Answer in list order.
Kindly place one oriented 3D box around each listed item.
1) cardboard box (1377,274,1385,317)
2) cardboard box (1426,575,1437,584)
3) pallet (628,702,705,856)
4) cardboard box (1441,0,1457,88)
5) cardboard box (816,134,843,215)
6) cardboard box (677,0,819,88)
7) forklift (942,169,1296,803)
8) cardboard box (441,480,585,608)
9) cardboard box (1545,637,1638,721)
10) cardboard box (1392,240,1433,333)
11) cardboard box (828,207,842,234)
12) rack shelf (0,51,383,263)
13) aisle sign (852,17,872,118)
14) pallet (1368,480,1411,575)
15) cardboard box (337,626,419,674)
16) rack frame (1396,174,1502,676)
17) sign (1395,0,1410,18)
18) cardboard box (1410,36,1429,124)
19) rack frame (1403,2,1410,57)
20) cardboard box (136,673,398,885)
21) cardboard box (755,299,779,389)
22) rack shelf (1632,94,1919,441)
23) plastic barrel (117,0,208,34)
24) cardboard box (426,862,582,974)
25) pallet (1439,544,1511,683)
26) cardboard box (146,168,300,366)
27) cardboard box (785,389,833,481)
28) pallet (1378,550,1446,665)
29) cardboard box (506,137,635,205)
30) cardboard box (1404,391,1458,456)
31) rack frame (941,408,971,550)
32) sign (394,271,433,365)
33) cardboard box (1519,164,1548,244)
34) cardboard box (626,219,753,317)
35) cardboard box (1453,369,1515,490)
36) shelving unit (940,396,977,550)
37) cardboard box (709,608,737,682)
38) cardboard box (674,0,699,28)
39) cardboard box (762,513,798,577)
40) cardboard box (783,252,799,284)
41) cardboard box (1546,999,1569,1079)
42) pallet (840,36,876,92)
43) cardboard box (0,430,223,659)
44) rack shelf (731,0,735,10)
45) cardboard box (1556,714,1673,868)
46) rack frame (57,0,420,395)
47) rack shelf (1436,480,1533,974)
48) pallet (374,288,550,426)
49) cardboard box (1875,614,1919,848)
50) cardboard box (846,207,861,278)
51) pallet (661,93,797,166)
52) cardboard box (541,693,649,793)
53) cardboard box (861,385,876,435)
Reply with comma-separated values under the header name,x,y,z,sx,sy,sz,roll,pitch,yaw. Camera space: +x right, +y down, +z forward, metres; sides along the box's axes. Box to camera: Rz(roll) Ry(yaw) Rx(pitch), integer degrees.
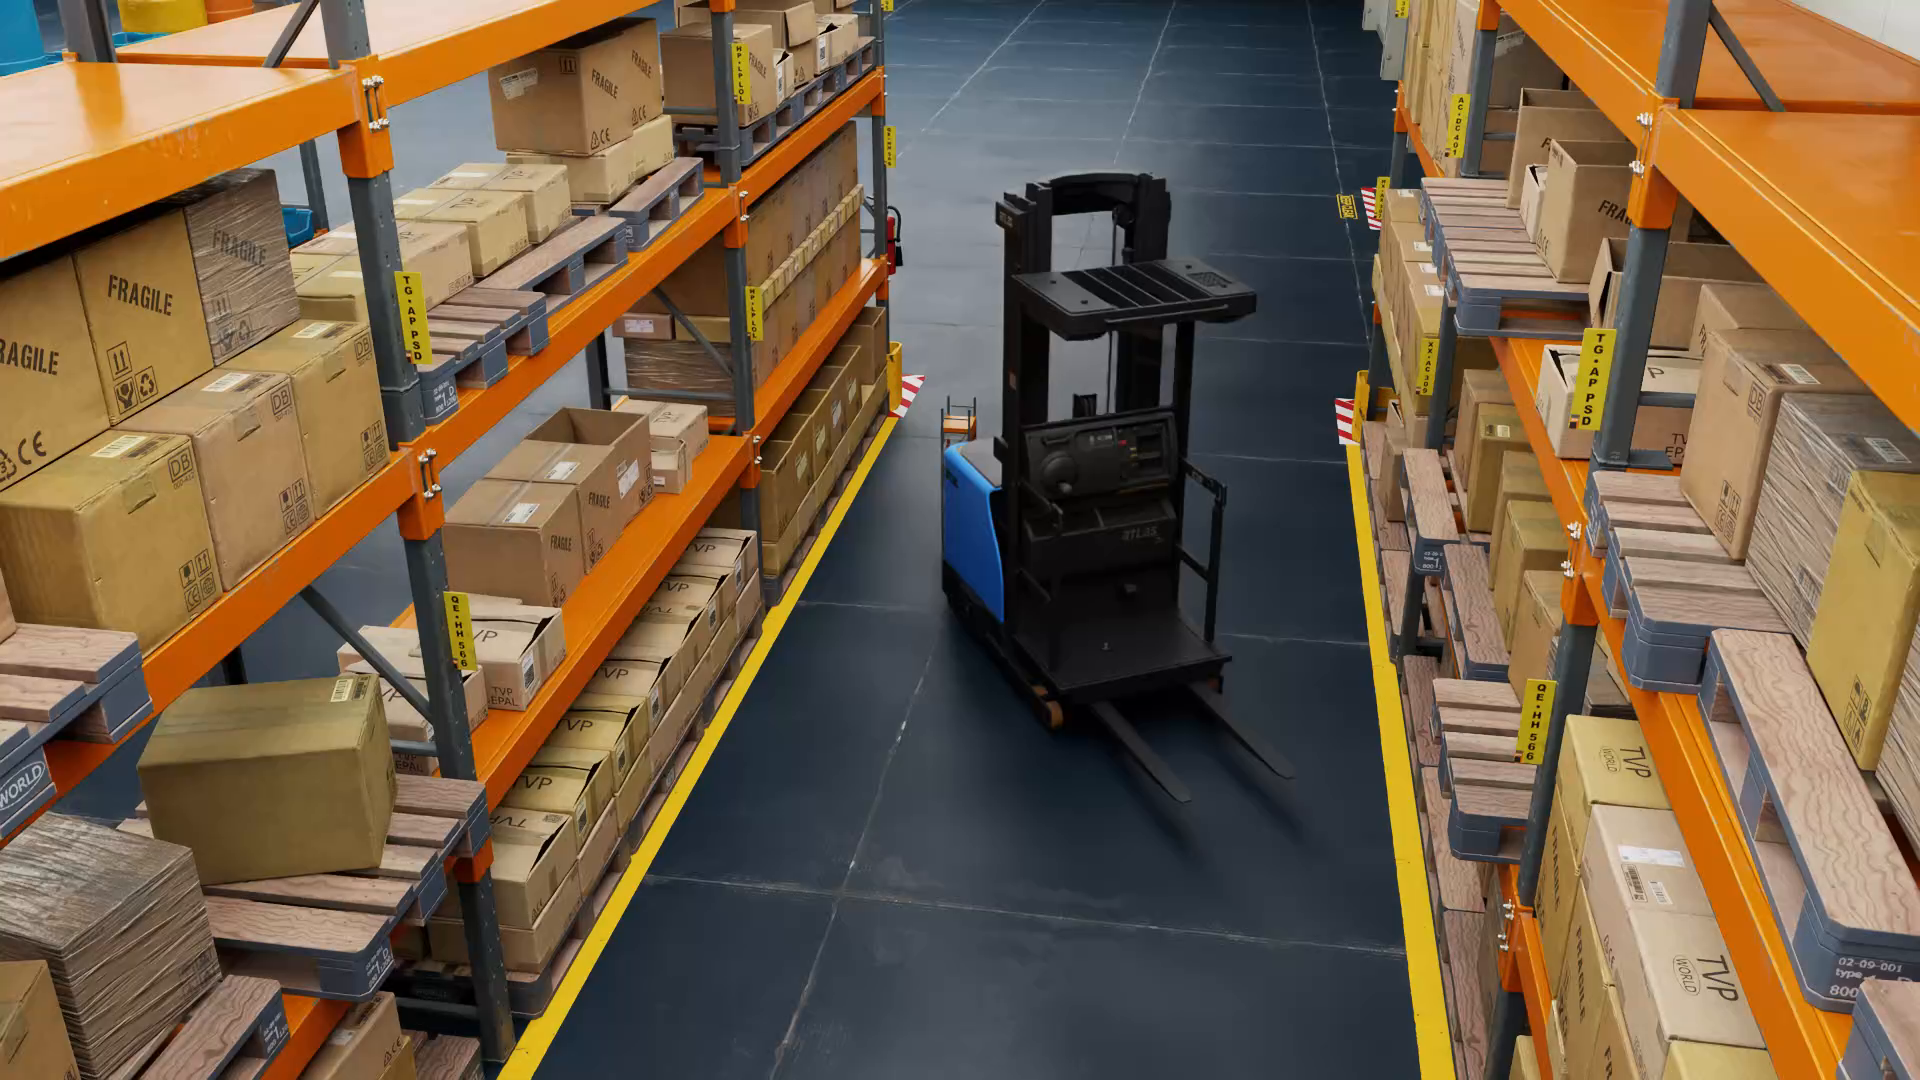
name,x,y,z,sx,sy,sz,roll,pitch,yaw
cardboard box,3.328,-1.748,12.100,0.500,0.250,0.500,3,25,7
cardboard box,3.268,-0.038,10.723,0.500,0.500,0.500,2,25,5
pallet,-2.029,1.210,8.917,1.003,0.211,1.213,4,25,9
cardboard box,3.032,-2.859,9.461,0.500,0.500,0.500,5,26,11
cardboard box,-1.274,-2.745,12.428,0.700,0.500,0.500,3,25,7
cardboard box,-1.356,-3.215,10.759,0.797,0.503,0.637,7,26,14
forklift,0.887,-0.450,9.253,1.130,2.935,3.031,-9,27,-19
cardboard box,-2.146,0.049,7.989,0.500,0.500,0.500,3,25,6
cardboard box,2.551,0.697,6.086,0.700,0.500,0.500,1,25,2
cardboard box,3.163,-1.671,11.050,0.500,0.500,0.500,5,26,10
cardboard box,-1.097,-2.393,12.442,0.380,0.149,0.250,4,25,9
rack shelf,-2.731,-0.577,3.687,1.077,0.370,4.000,4,25,9
aisle sign,-0.796,-3.733,13.121,0.394,0.787,0.004,4,25,9
pallet,3.410,-0.066,11.643,1.003,0.211,1.213,4,25,9
cardboard box,-2.529,0.516,7.407,0.380,0.149,0.250,4,25,9
rack frame,3.138,-0.534,9.353,1.000,3.000,0.127,4,25,9
sign,3.256,-3.999,12.186,0.100,0.325,0.005,4,25,9
cardboard box,3.286,-3.058,11.065,0.500,0.500,0.500,5,26,11
rack frame,3.791,-4.924,11.655,1.000,3.000,0.127,4,25,9
cardboard box,-2.395,0.833,5.819,0.700,0.500,0.500,-4,25,-9
cardboard box,-1.604,-1.328,10.931,0.700,0.500,0.500,4,25,8
rack shelf,2.157,-0.235,2.957,1.077,0.370,4.000,4,25,9
plastic barrel,-6.043,-4.042,12.591,0.600,0.588,0.600,0,25,0
cardboard box,-2.028,1.654,7.427,0.500,0.250,0.500,4,25,8
pallet,2.767,0.395,7.594,1.003,0.211,1.213,4,25,9
cardboard box,-2.481,-0.878,5.251,0.500,0.500,0.500,4,25,9
cardboard box,-1.202,-0.751,11.679,0.500,0.500,0.500,4,25,9
pallet,3.213,0.445,10.549,1.003,0.211,1.213,4,25,9
cardboard box,-1.947,-1.870,8.349,0.500,0.250,0.500,2,25,3
cardboard box,2.916,-0.694,9.849,0.500,0.250,0.500,4,25,9
rack frame,-0.029,-0.402,11.371,0.200,1.050,0.008,4,25,9
sign,-1.869,-0.757,5.681,0.100,0.325,0.005,4,25,9
cardboard box,2.869,-1.562,7.620,0.500,0.311,0.500,5,26,10
cardboard box,-1.684,-1.695,10.184,0.700,0.500,0.500,4,25,9
cardboard box,3.021,-0.568,8.789,0.700,0.500,0.500,4,25,9
shelving unit,-0.009,-0.453,11.480,0.215,1.050,0.252,4,25,9
cardboard box,-1.616,0.584,9.712,0.500,0.250,0.500,4,25,8
cardboard box,-1.637,-3.531,11.438,0.500,0.500,0.500,4,25,9
cardboard box,-1.375,0.006,10.946,0.500,0.250,0.500,4,25,9
cardboard box,-1.308,-1.853,11.288,0.380,0.149,0.250,3,25,7
cardboard box,2.025,1.575,5.119,0.380,0.149,0.250,5,26,10
pallet,-1.237,-3.573,12.412,1.003,0.211,1.213,4,25,9
cardboard box,-2.610,0.009,4.537,0.910,0.500,0.500,4,25,9
rack shelf,-1.423,-3.922,10.835,1.077,0.370,4.000,4,25,9
cardboard box,2.151,0.794,5.138,0.500,0.250,0.500,5,25,10
rack frame,-2.404,-1.920,5.237,1.000,3.000,0.127,4,25,9
rack shelf,2.811,0.628,7.718,1.077,0.370,4.000,4,25,9
pallet,-2.381,-0.766,6.533,1.213,0.211,1.003,5,26,11
cardboard box,2.255,0.406,3.170,0.700,0.500,0.500,4,25,8
cardboard box,-1.185,-2.400,13.221,0.700,0.500,0.500,4,25,9
pallet,-1.636,-2.553,10.232,1.003,0.211,1.213,4,25,9
cardboard box,-1.865,0.966,8.234,0.500,0.311,0.500,3,25,7
cardboard box,-0.962,-1.039,13.179,0.500,0.250,0.500,4,25,9
